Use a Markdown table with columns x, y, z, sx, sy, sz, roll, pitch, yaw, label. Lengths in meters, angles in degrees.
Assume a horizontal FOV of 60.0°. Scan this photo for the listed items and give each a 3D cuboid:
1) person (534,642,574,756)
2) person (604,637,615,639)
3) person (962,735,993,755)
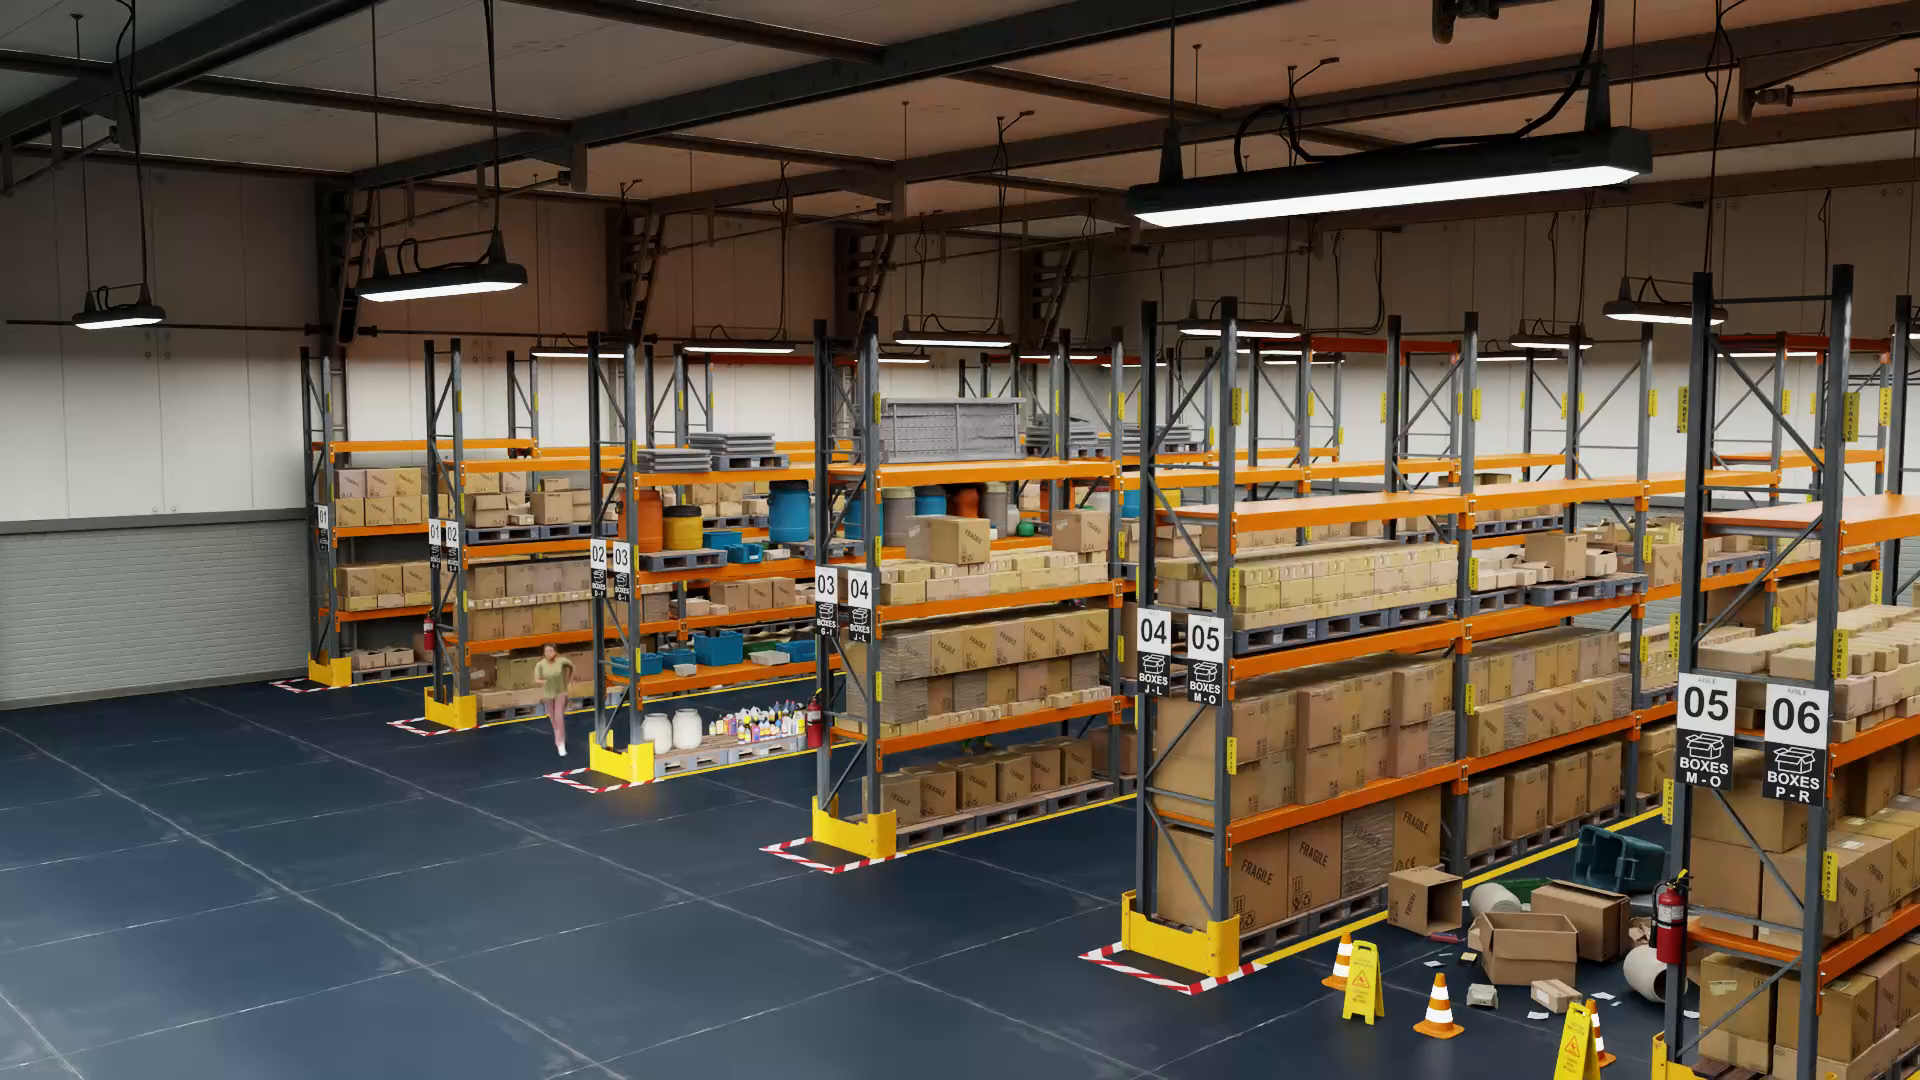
| x | y | z | sx | sy | sz | roll | pitch | yaw | label |
| --- | --- | --- | --- | --- | --- | --- | --- | --- | --- |
| -5.817 | 2.247 | 23.897 | 0.504 | 1.614 | 0.914 | 0 | 5 | 3 | person |
| -6.576 | 1.629 | 31.099 | 0.564 | 1.624 | 0.758 | 3 | 6 | 32 | person |
| 0.153 | 2.233 | 23.920 | 0.684 | 1.741 | 0.826 | 0 | 5 | -4 | person |
